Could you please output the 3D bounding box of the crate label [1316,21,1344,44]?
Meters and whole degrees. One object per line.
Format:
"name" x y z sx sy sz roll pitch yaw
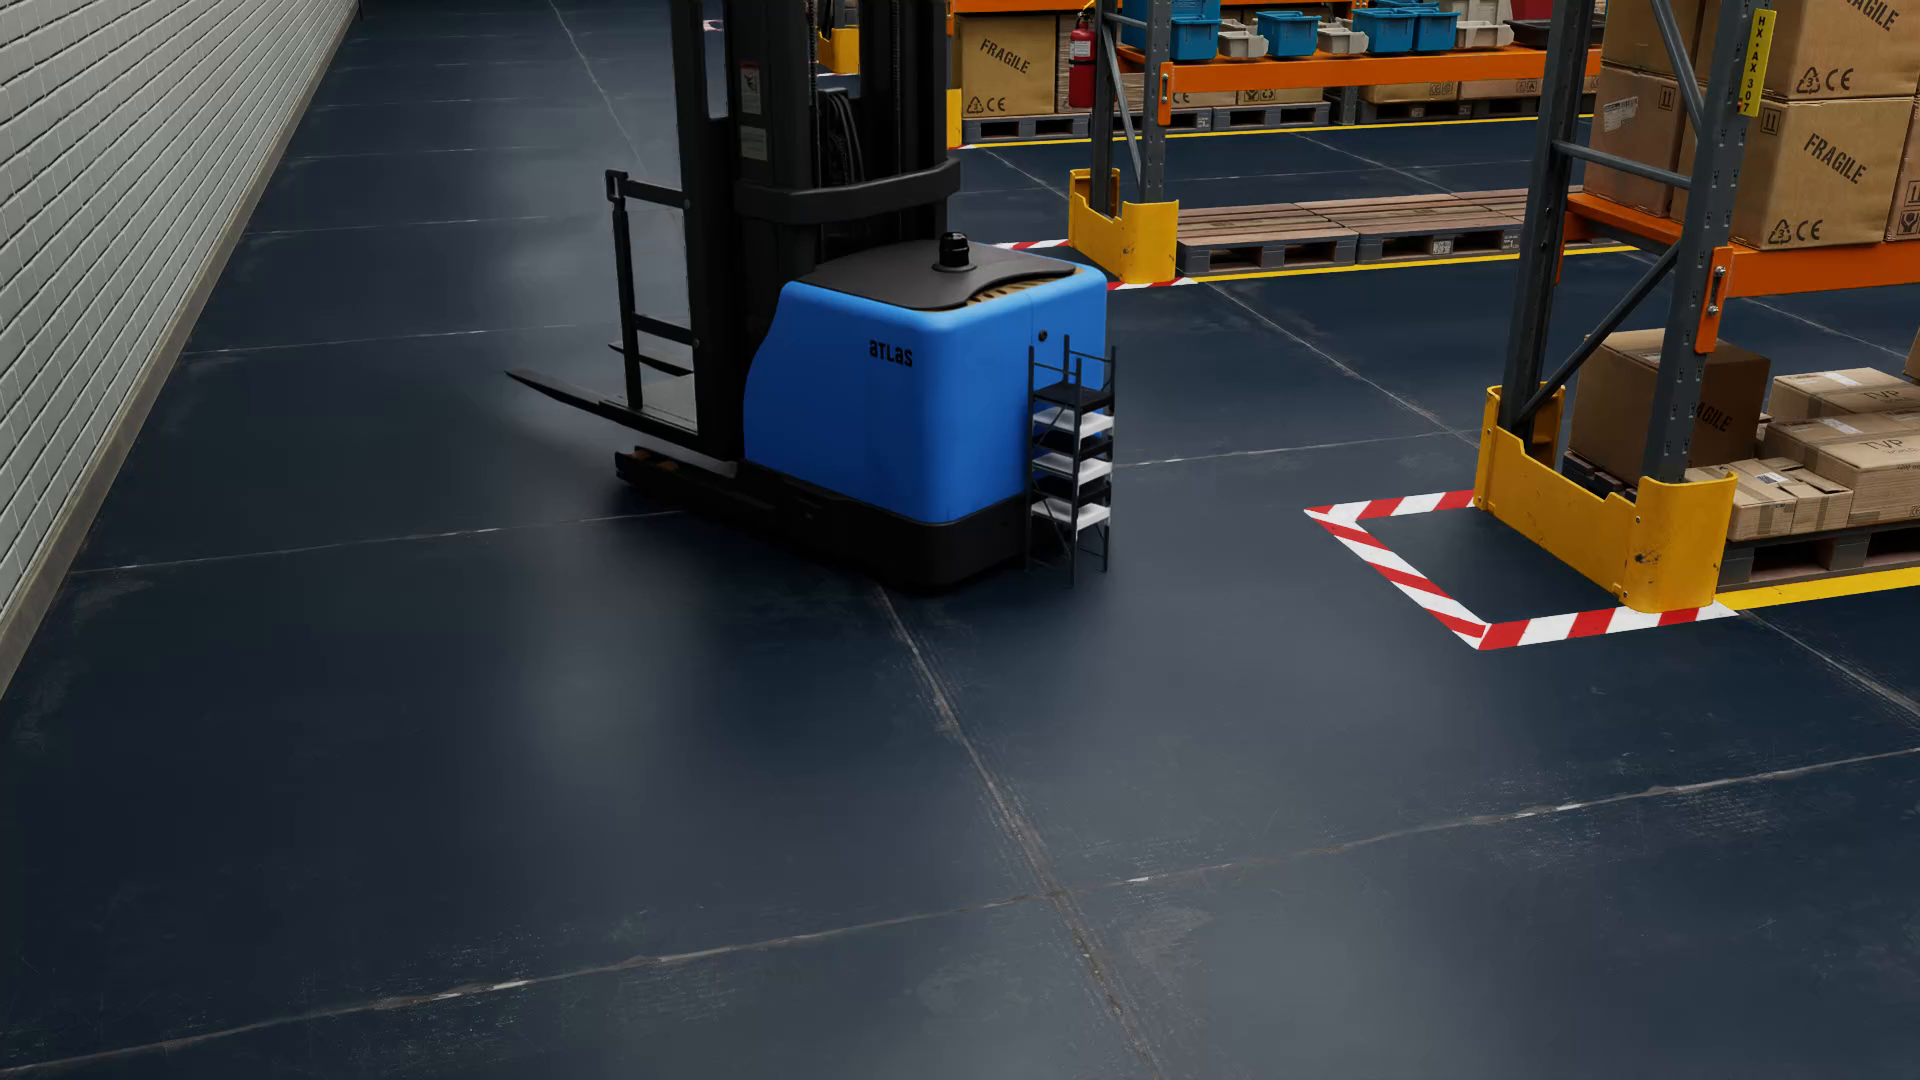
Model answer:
"crate label" 2.348 -3.344 10.915 0.243 0.136 0.396 -6 24 -14

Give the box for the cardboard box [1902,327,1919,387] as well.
"cardboard box" 4.445 -0.616 6.906 0.637 0.503 0.797 -6 24 -14

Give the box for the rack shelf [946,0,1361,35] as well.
"rack shelf" 1.655 -4.980 15.383 4.000 0.370 1.077 -6 24 -14

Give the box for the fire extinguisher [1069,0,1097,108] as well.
"fire extinguisher" 0.799 -3.167 10.816 0.183 0.674 0.296 -6 24 -14

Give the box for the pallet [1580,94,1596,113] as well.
"pallet" 6.653 -4.613 17.152 1.213 0.211 1.003 -6 24 -14

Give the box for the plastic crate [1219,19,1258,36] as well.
"plastic crate" 1.804 -3.280 10.765 0.243 0.136 0.396 -6 24 -14

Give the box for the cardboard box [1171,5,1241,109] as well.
"cardboard box" 2.057 -4.605 15.758 0.875 0.875 0.875 -6 24 -14

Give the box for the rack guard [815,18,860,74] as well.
"rack guard" -1.440 -5.851 19.670 0.348 0.500 1.175 -6 24 -14

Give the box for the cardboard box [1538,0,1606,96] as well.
"cardboard box" 5.902 -5.009 16.700 0.875 0.875 1.225 -6 24 -14

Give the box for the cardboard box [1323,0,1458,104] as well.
"cardboard box" 4.191 -4.816 16.251 0.875 0.875 1.225 -6 24 -14

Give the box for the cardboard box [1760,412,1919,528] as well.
"cardboard box" 3.483 -0.279 6.442 0.500 0.250 0.500 -6 24 -14

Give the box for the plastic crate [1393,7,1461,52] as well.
"plastic crate" 2.951 -3.242 10.555 0.300 0.233 0.416 -6 24 -14

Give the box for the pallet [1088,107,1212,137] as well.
"pallet" 1.651 -4.060 15.862 1.213 0.211 1.003 -6 24 -14

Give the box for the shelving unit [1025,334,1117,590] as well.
"shelving unit" 0.408 -0.288 6.198 0.258 0.900 0.210 20 30 38

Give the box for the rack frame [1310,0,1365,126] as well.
"rack frame" 3.581 -5.524 15.738 0.127 3.000 1.000 -6 24 -14

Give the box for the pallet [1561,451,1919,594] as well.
"pallet" 3.242 -0.148 6.746 1.213 0.211 1.003 -6 24 -14

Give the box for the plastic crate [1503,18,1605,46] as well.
"plastic crate" 3.913 -3.324 10.882 0.590 0.125 0.437 -6 24 -14

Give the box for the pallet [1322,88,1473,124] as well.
"pallet" 4.303 -4.353 16.546 1.213 0.211 1.003 -6 24 -14

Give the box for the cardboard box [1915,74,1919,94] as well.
"cardboard box" 3.401 -1.848 5.775 0.500 0.500 0.500 -6 24 -14

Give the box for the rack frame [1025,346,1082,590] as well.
"rack frame" 0.340 -0.259 6.129 0.240 0.900 0.006 20 30 38

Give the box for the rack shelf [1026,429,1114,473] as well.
"rack shelf" 0.408 -0.340 6.176 0.258 0.077 0.200 20 30 38

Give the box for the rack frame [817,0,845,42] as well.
"rack frame" -1.513 -6.992 19.159 0.127 3.000 1.000 -6 24 -14

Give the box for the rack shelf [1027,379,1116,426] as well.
"rack shelf" 0.408 -0.506 6.104 0.258 0.077 0.200 20 30 38

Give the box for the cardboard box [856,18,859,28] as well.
"cardboard box" -1.082 -6.176 19.963 0.250 0.149 0.380 -7 24 -16

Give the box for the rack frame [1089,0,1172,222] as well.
"rack frame" 1.067 -3.218 10.362 0.127 3.000 1.000 -6 24 -14

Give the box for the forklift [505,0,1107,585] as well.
"forklift" -0.848 -1.652 6.800 3.031 2.935 1.130 20 30 38

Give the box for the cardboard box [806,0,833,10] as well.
"cardboard box" -2.339 -7.984 24.188 0.875 0.438 0.875 -7 24 -16

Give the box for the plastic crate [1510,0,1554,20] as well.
"plastic crate" 3.991 -3.701 11.331 0.583 0.464 0.402 -6 24 -14

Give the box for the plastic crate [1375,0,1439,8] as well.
"plastic crate" 2.975 -3.484 11.120 0.300 0.233 0.416 -6 24 -14

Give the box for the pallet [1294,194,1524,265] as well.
"pallet" 3.044 -2.138 11.382 1.213 0.211 1.003 -6 24 -14

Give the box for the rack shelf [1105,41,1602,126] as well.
"rack shelf" 2.993 -3.100 11.001 4.000 0.370 1.077 -6 24 -14

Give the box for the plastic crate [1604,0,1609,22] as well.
"plastic crate" 4.561 -3.485 10.929 0.575 0.384 0.392 -6 24 -14

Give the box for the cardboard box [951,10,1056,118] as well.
"cardboard box" 0.324 -4.413 15.311 0.875 0.875 0.875 -6 24 -14

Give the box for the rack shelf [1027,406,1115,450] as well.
"rack shelf" 0.408 -0.423 6.140 0.258 0.077 0.200 20 30 38

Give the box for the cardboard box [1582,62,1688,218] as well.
"cardboard box" 2.759 -1.534 6.311 0.500 0.500 0.500 -6 24 -13

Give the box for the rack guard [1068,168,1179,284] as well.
"rack guard" 1.048 -2.061 10.838 0.348 0.500 1.175 -6 24 -14

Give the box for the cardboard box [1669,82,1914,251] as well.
"cardboard box" 2.900 -1.330 5.836 0.500 0.500 0.500 -6 24 -13

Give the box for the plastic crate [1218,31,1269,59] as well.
"plastic crate" 1.725 -3.028 10.179 0.298 0.136 0.250 -6 24 -14

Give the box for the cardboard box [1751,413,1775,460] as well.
"cardboard box" 3.273 -0.397 6.824 0.250 0.166 0.380 -6 24 -14

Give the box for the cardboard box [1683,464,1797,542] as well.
"cardboard box" 2.898 -0.143 6.254 0.250 0.149 0.380 -6 24 -14

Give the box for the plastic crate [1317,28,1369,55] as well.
"plastic crate" 2.378 -3.100 10.347 0.298 0.136 0.250 -6 24 -14
